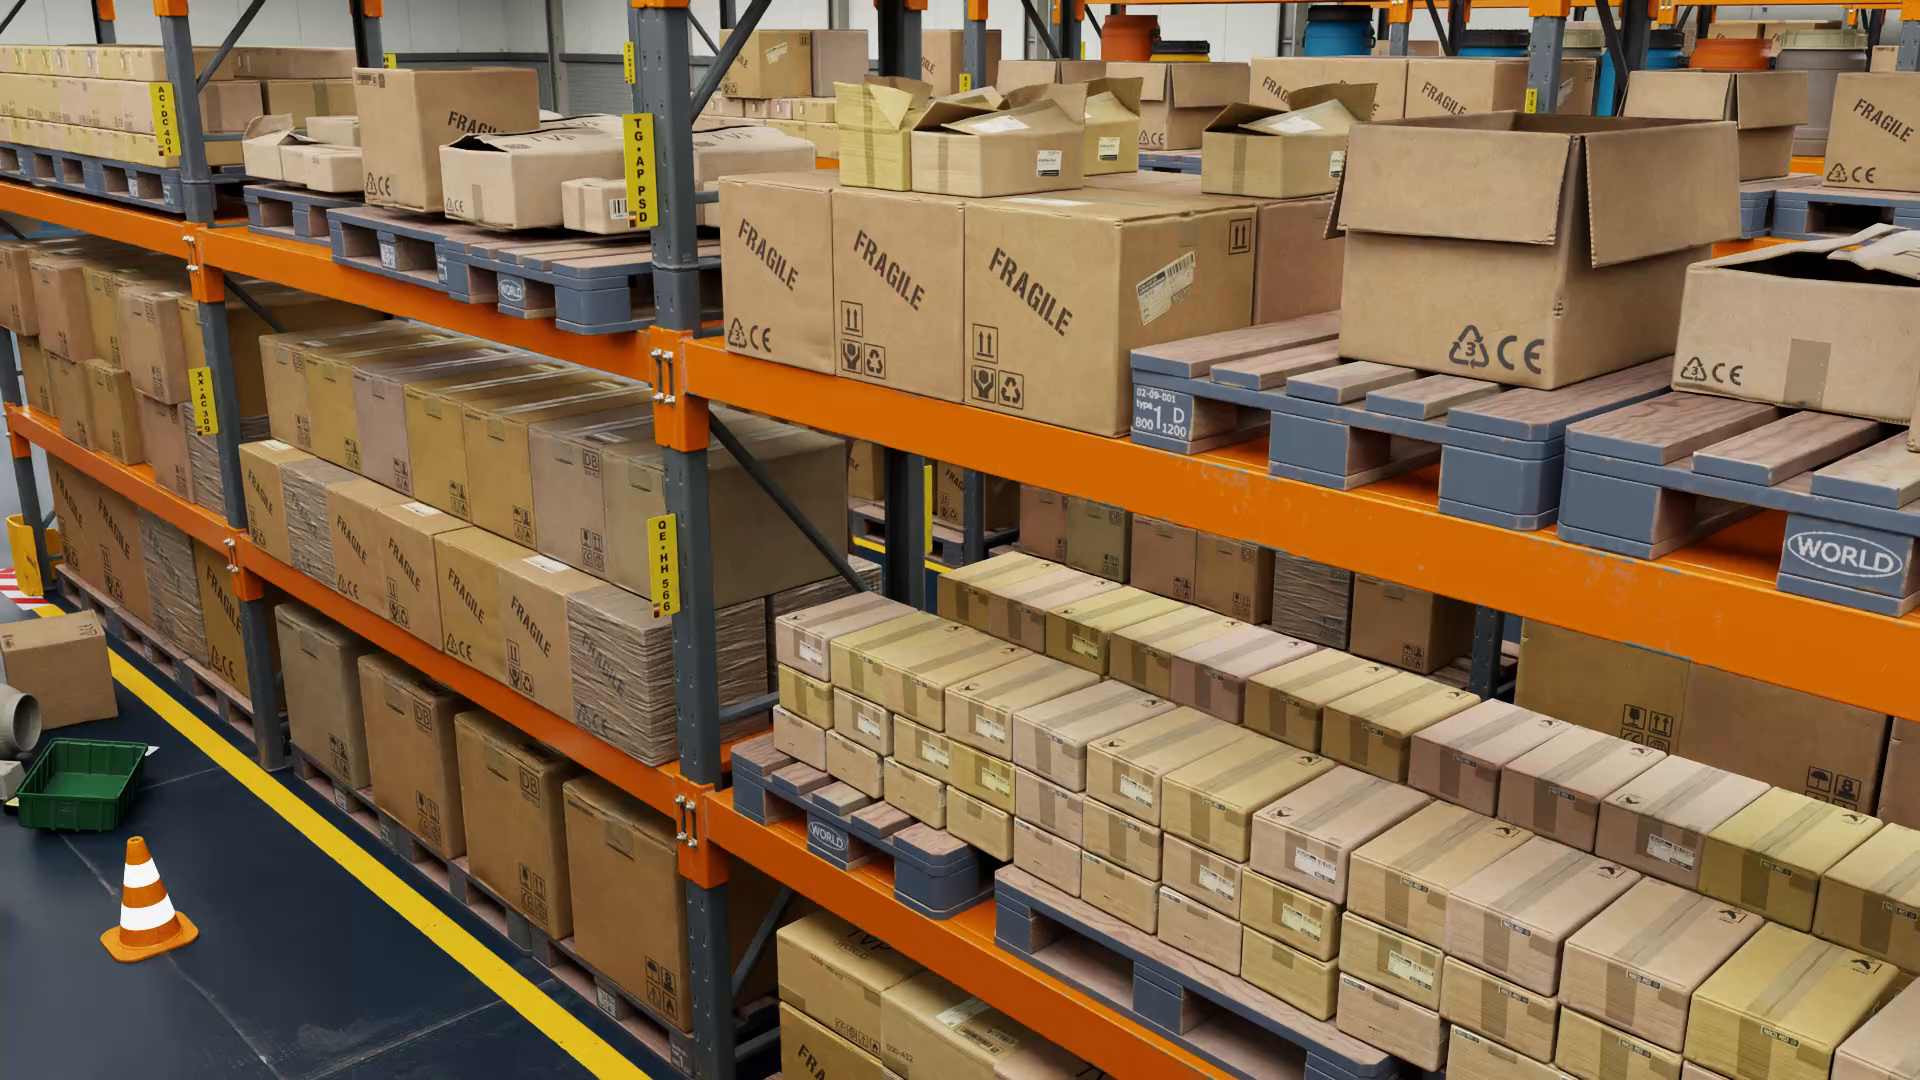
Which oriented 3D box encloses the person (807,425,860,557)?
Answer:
[{"bbox_3d":[-0.955,-0.044,9.787,1.047,1.758,0.627,6,18,20],"label":"person"}]
